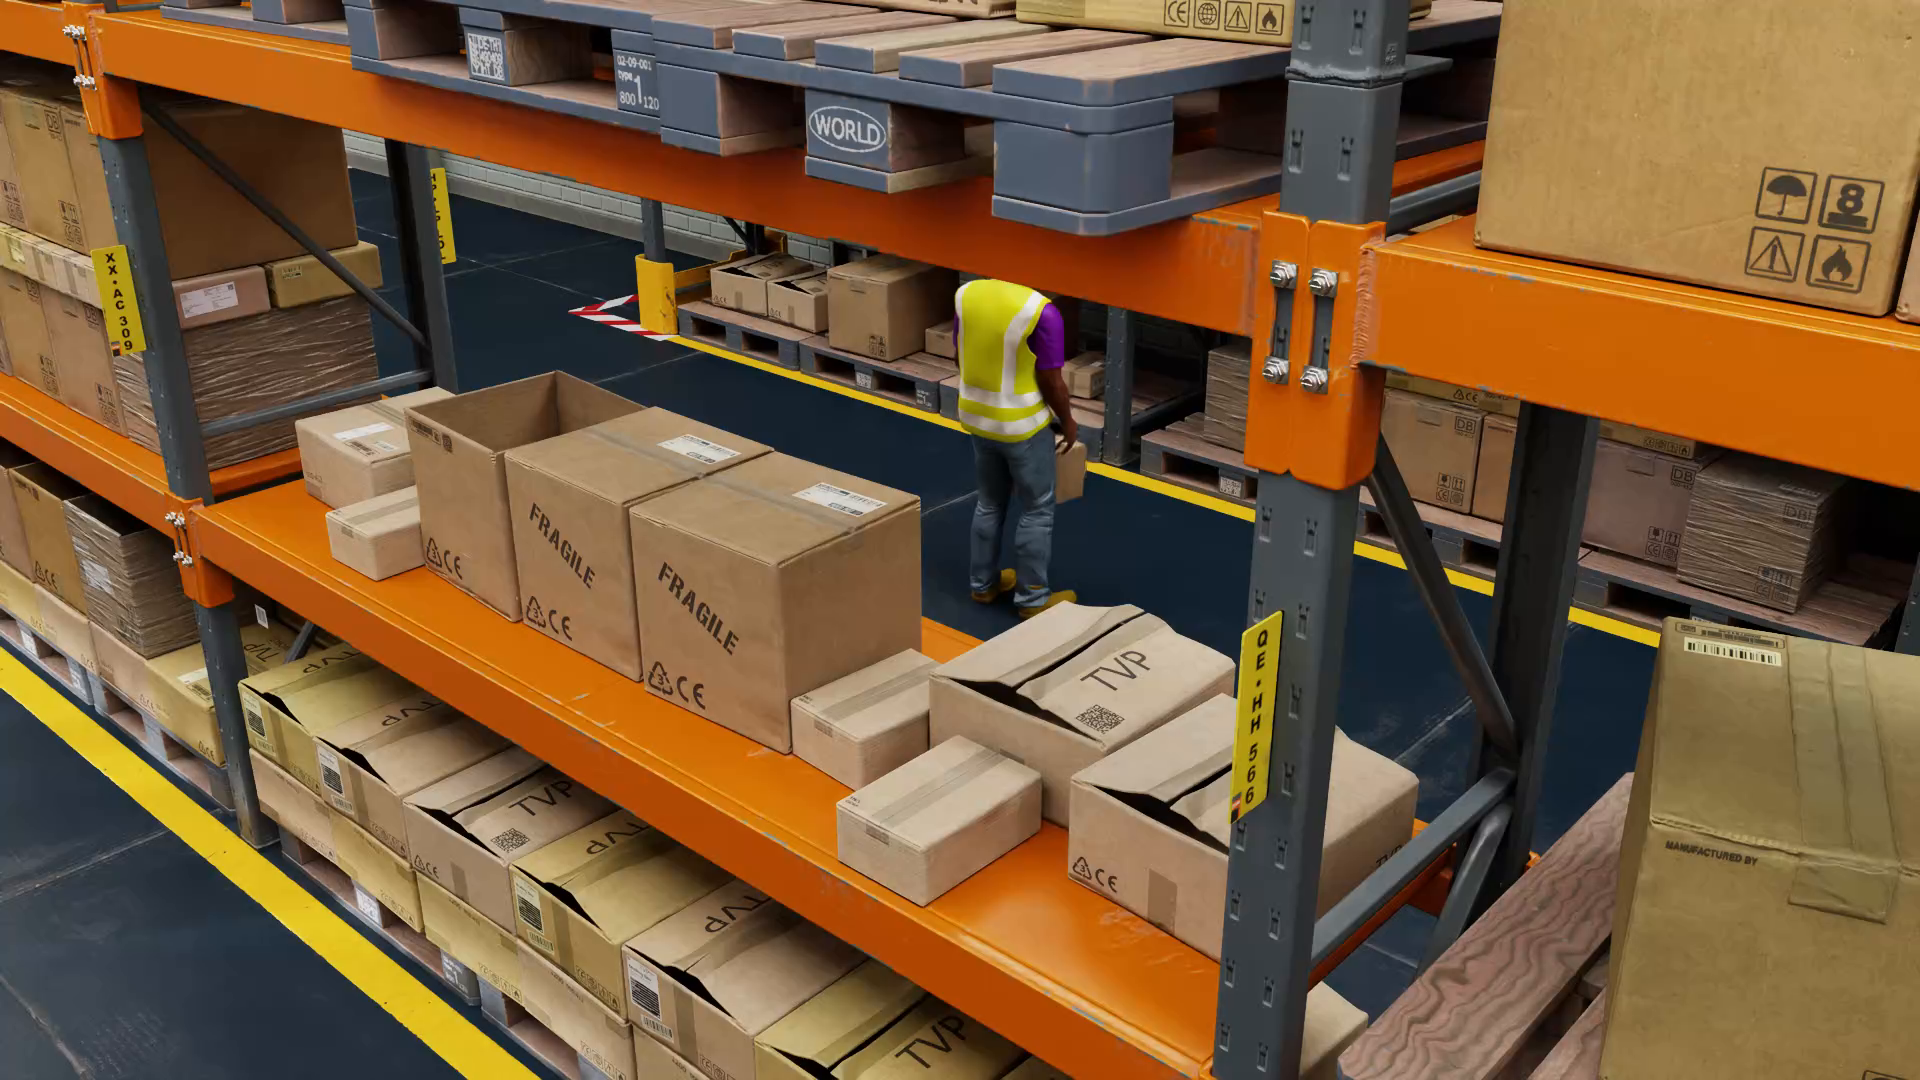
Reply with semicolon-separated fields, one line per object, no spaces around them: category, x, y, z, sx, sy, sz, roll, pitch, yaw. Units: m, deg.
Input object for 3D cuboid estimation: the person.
person;0.222;-0.522;7.257;0.586;1.766;0.419;20;31;38
